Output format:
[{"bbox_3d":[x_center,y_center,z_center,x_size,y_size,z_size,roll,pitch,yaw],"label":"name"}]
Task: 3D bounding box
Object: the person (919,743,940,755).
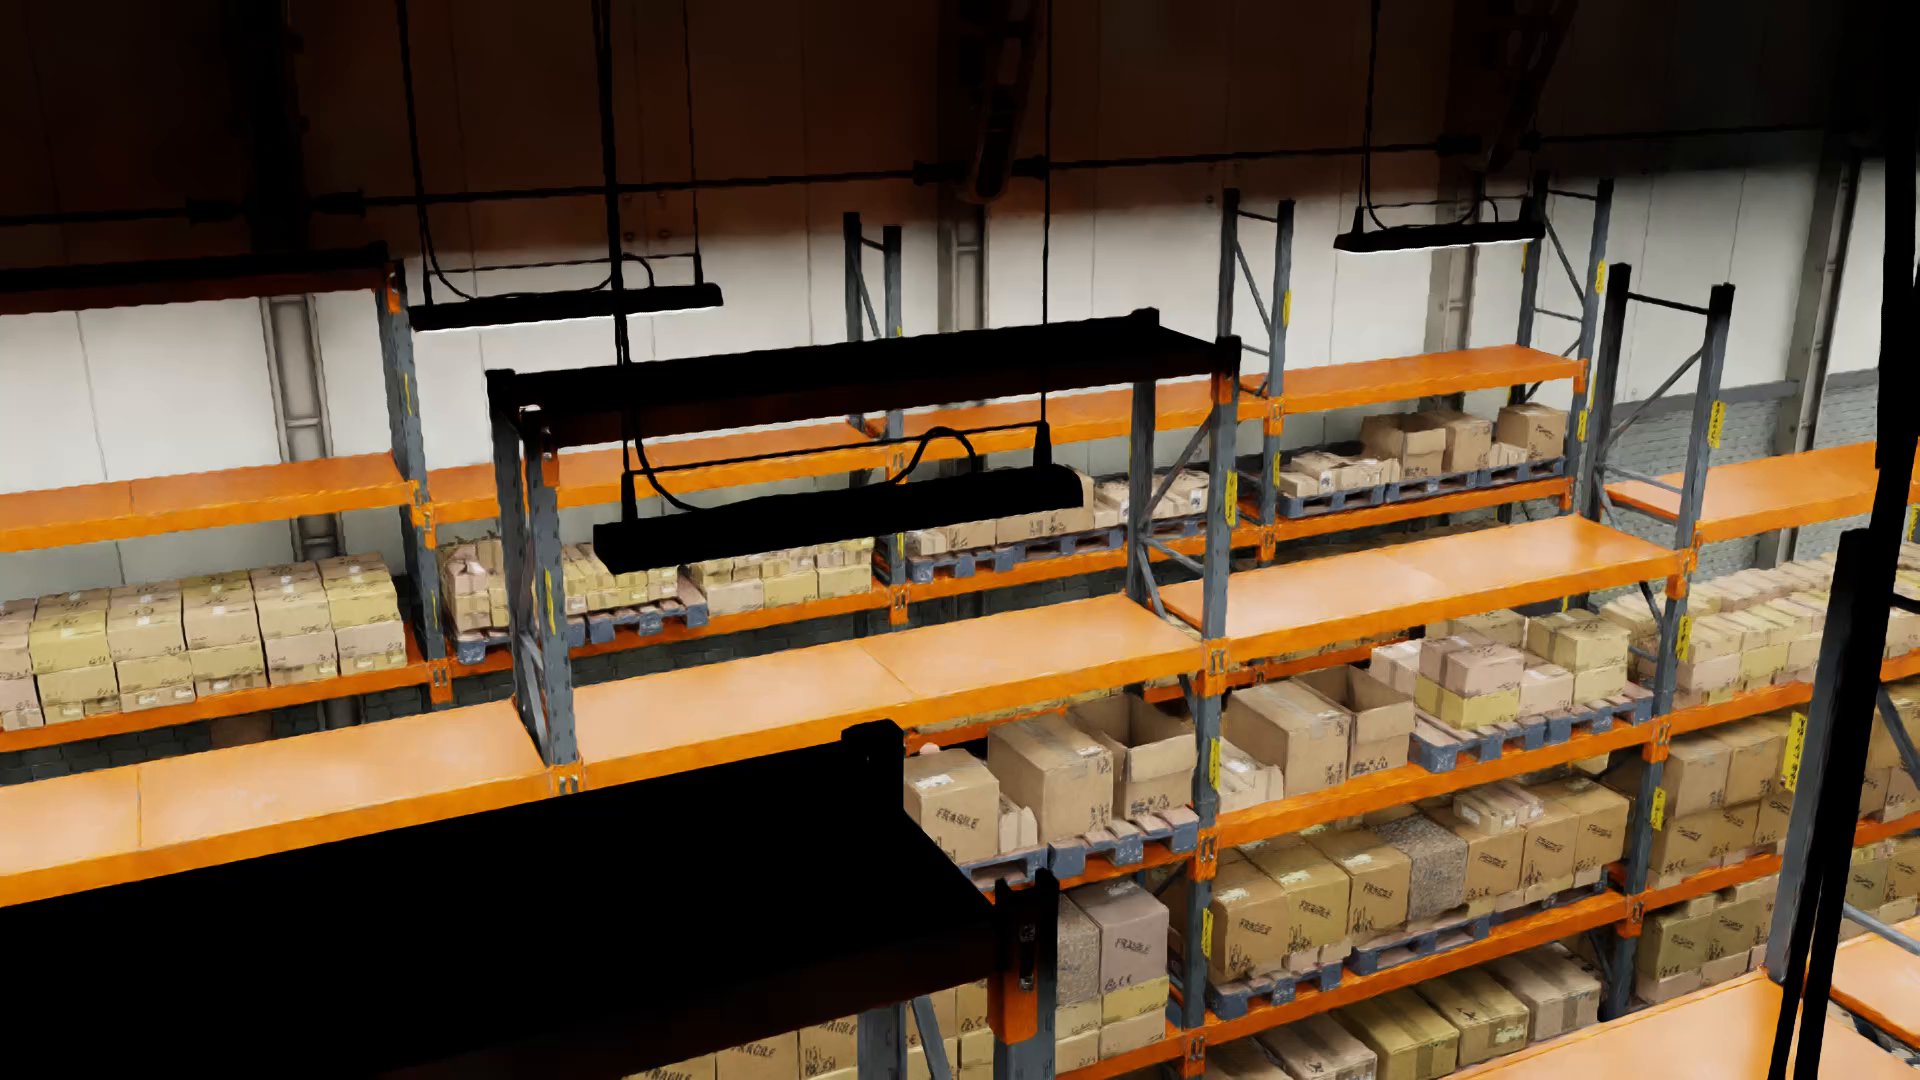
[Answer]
[{"bbox_3d":[-0.263,2.570,14.520,0.629,1.718,0.583,-1,19,-2],"label":"person"}]
